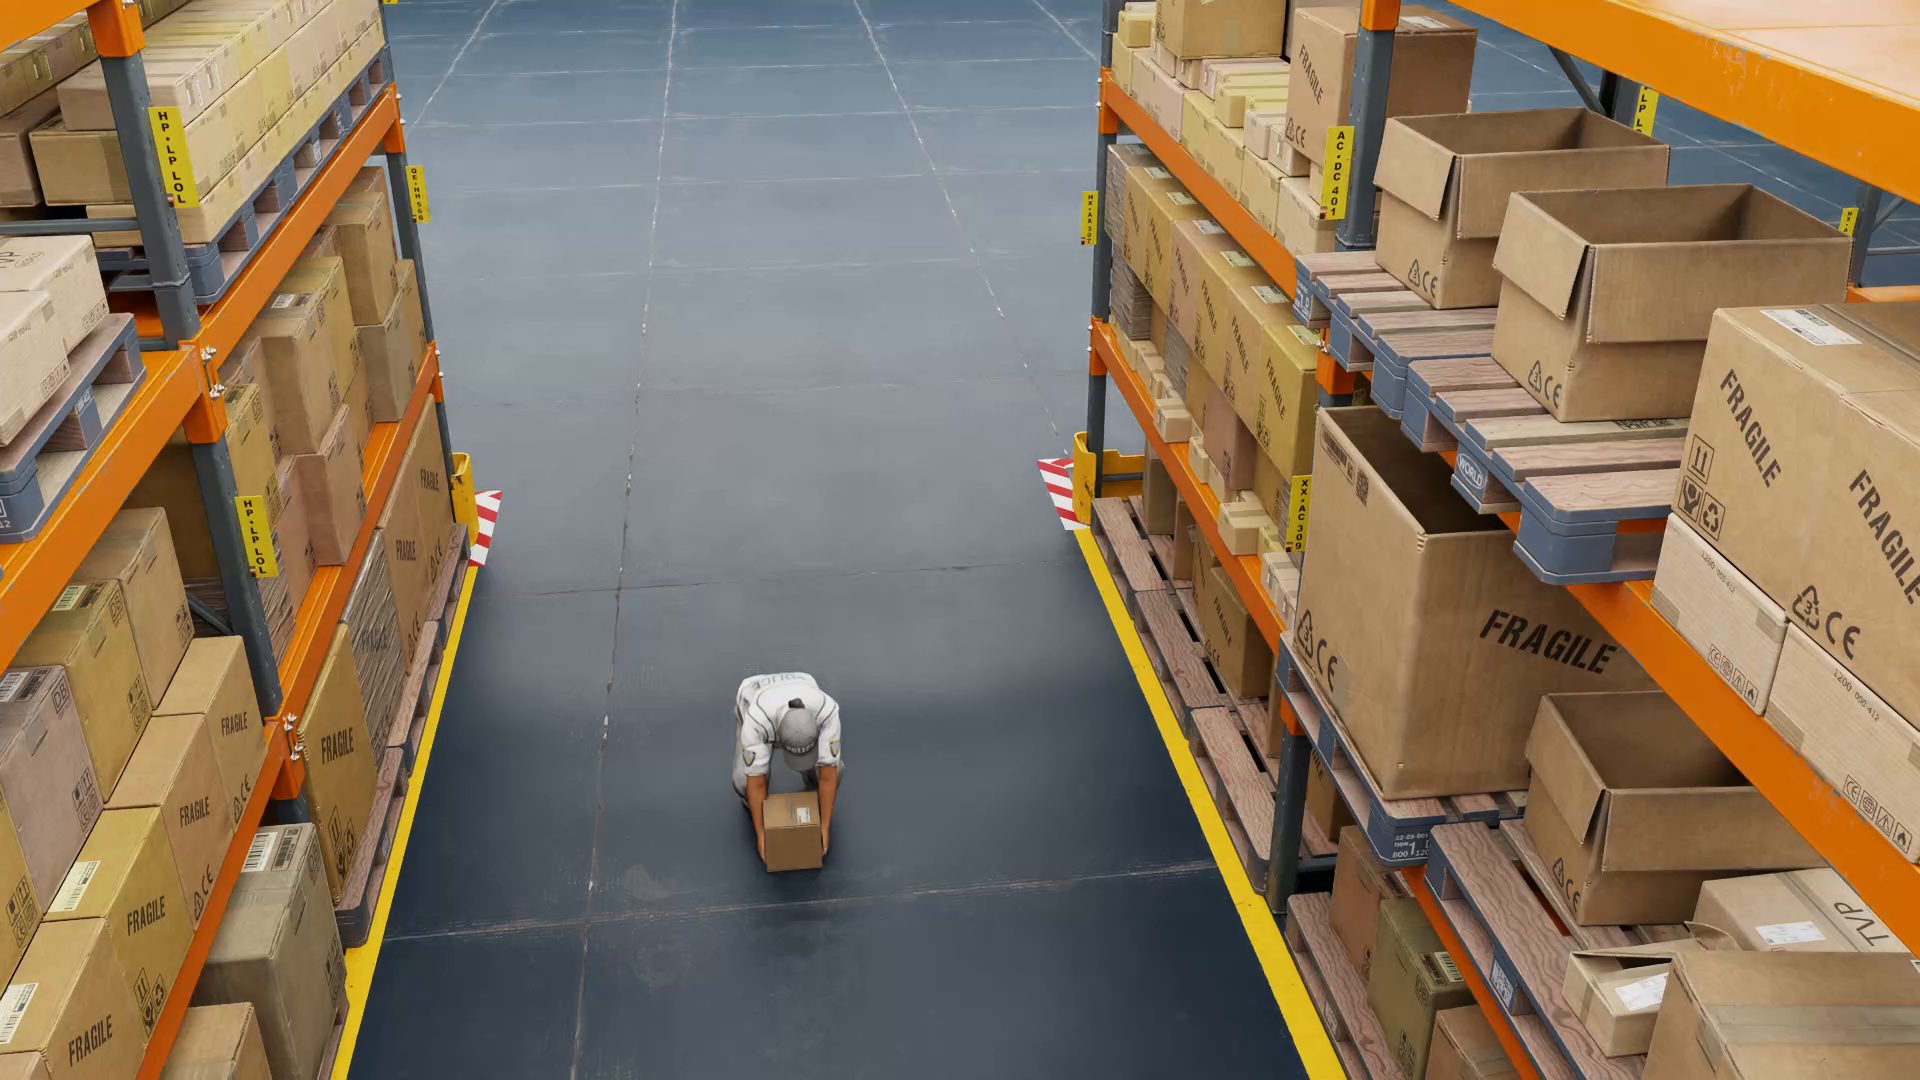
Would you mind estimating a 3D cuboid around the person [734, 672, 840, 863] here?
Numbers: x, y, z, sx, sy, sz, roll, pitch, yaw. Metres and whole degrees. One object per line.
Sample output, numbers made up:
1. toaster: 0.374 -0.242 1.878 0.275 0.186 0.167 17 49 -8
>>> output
1. person: -0.806 0.955 7.775 0.486 0.807 0.856 -4 28 -7
